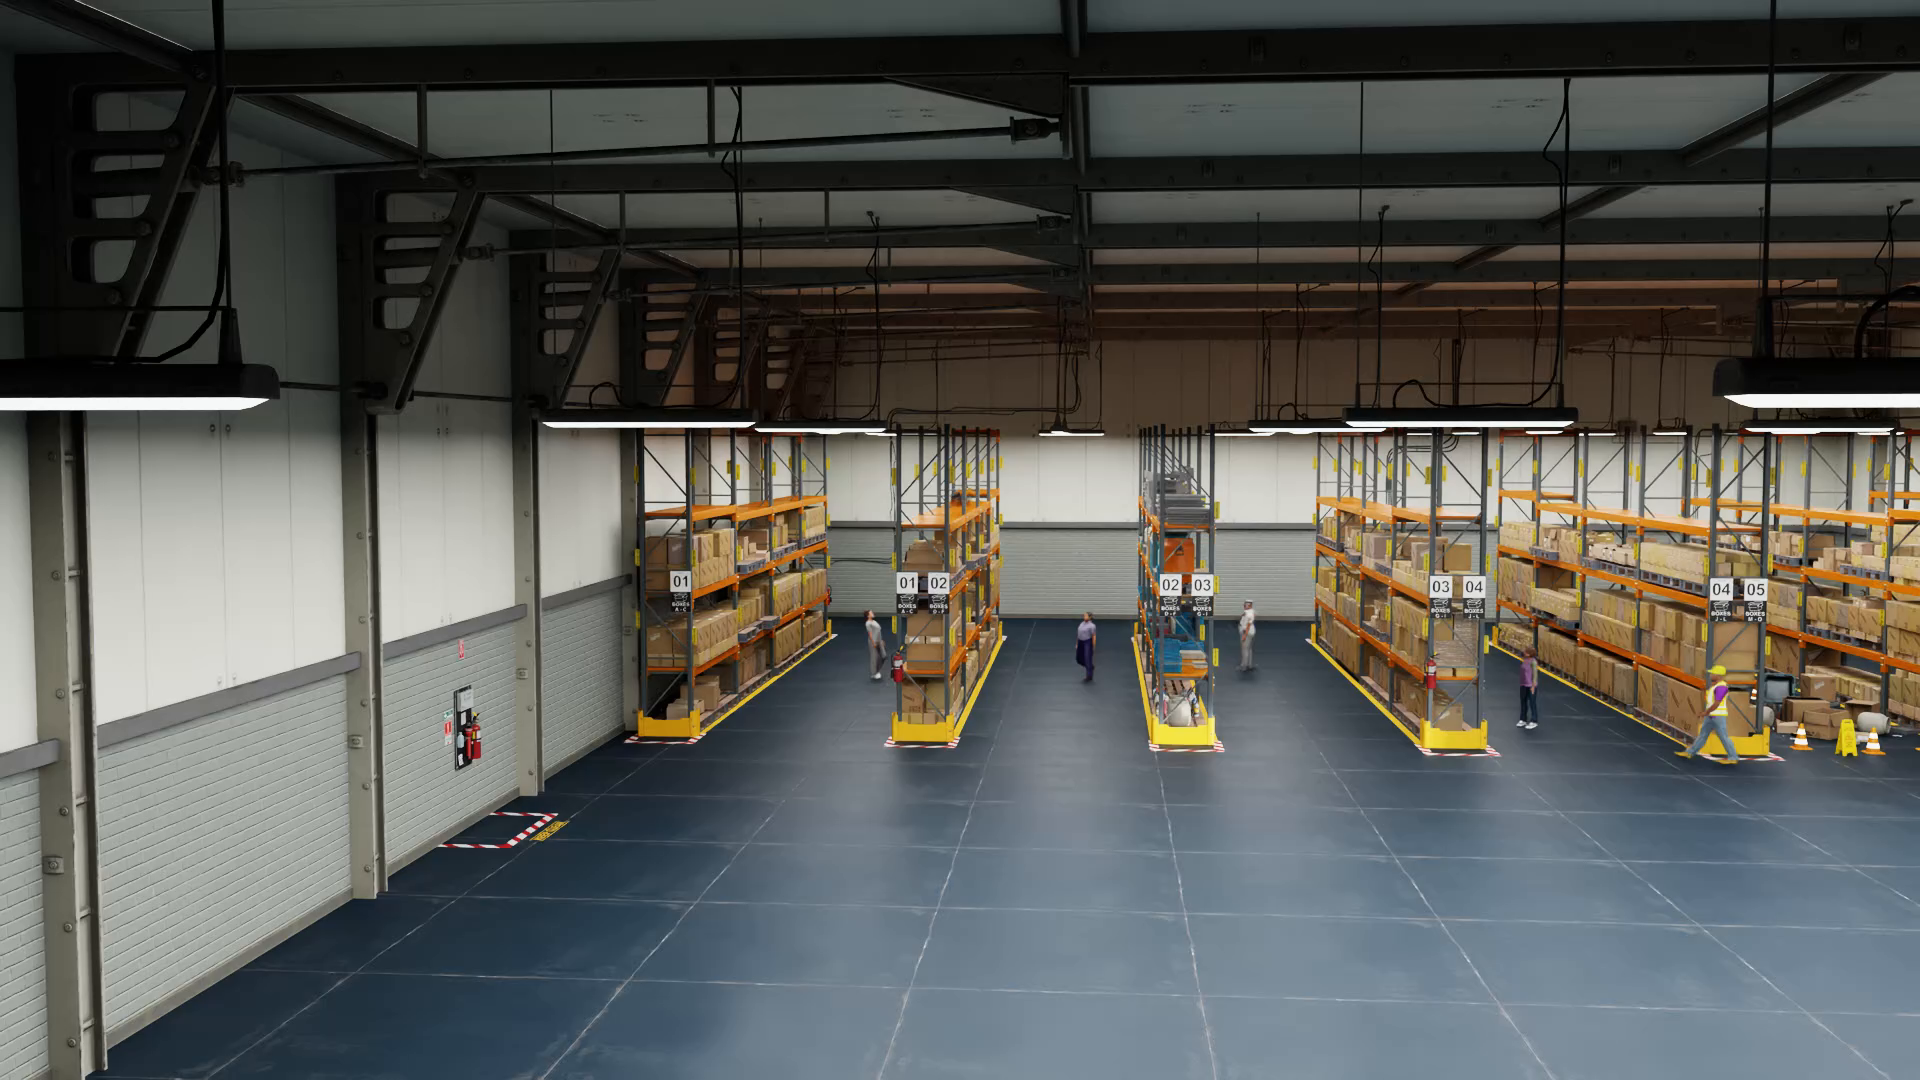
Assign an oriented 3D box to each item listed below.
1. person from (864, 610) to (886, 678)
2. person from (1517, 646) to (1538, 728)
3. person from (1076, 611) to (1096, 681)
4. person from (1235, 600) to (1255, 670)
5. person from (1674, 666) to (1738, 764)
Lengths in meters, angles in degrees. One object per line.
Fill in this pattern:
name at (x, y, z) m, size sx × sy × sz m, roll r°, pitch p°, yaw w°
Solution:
person at (-2.032, 2.484, 39.898) m, size 0.494 × 1.636 × 0.530 m, roll 3°, pitch 4°, yaw 37°
person at (11.263, 2.911, 32.972) m, size 0.334 × 1.595 × 0.455 m, roll -2°, pitch 4°, yaw -30°
person at (3.044, 2.508, 39.512) m, size 0.741 × 1.609 × 0.561 m, roll -3°, pitch 5°, yaw -43°
person at (7.060, 2.352, 41.141) m, size 0.449 × 1.754 × 0.594 m, roll 1°, pitch 4°, yaw 18°
person at (13.141, 3.058, 29.199) m, size 1.001 × 1.719 × 0.589 m, roll 1°, pitch 4°, yaw 12°
